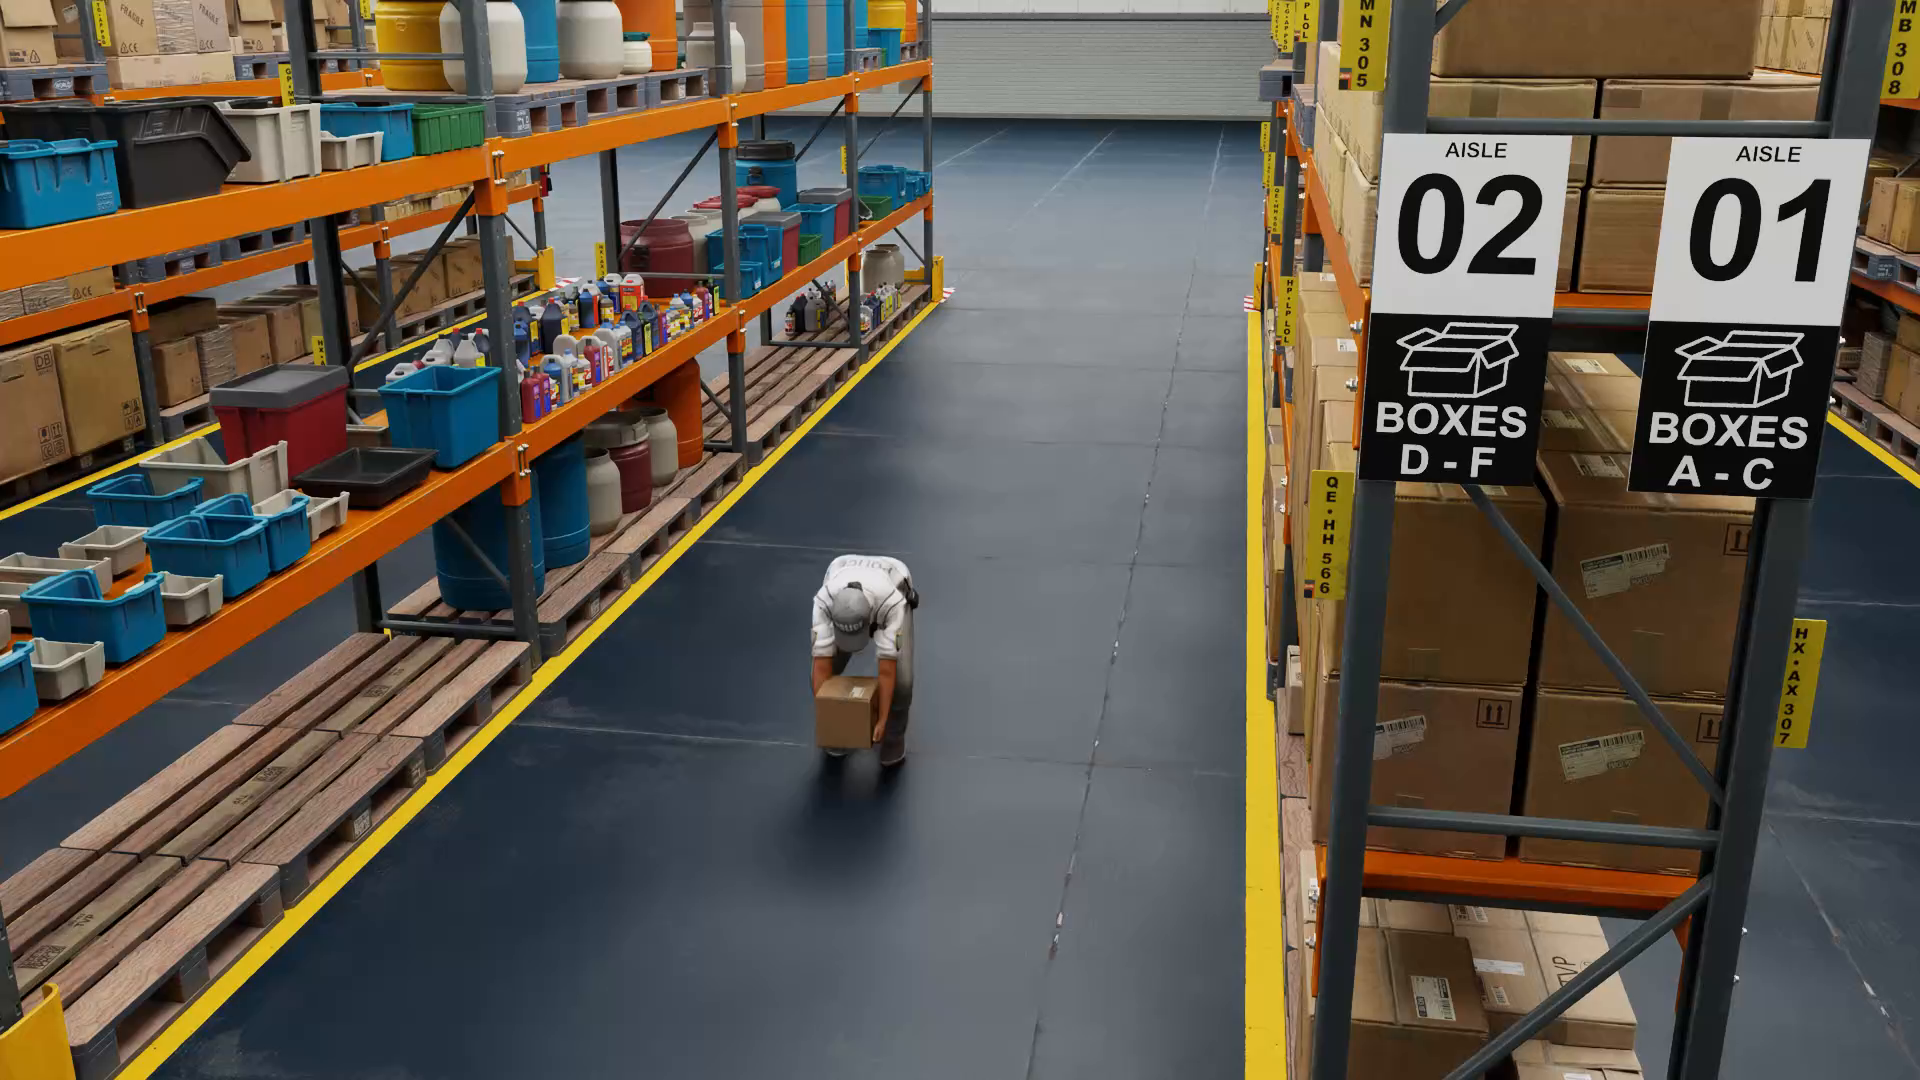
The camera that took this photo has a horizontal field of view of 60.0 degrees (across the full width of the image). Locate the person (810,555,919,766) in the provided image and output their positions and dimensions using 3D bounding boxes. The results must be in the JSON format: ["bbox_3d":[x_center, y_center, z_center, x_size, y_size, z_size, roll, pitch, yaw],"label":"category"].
[{"bbox_3d":[-0.465,0.584,7.814,0.501,1.014,0.938,2,18,6],"label":"person"}]
